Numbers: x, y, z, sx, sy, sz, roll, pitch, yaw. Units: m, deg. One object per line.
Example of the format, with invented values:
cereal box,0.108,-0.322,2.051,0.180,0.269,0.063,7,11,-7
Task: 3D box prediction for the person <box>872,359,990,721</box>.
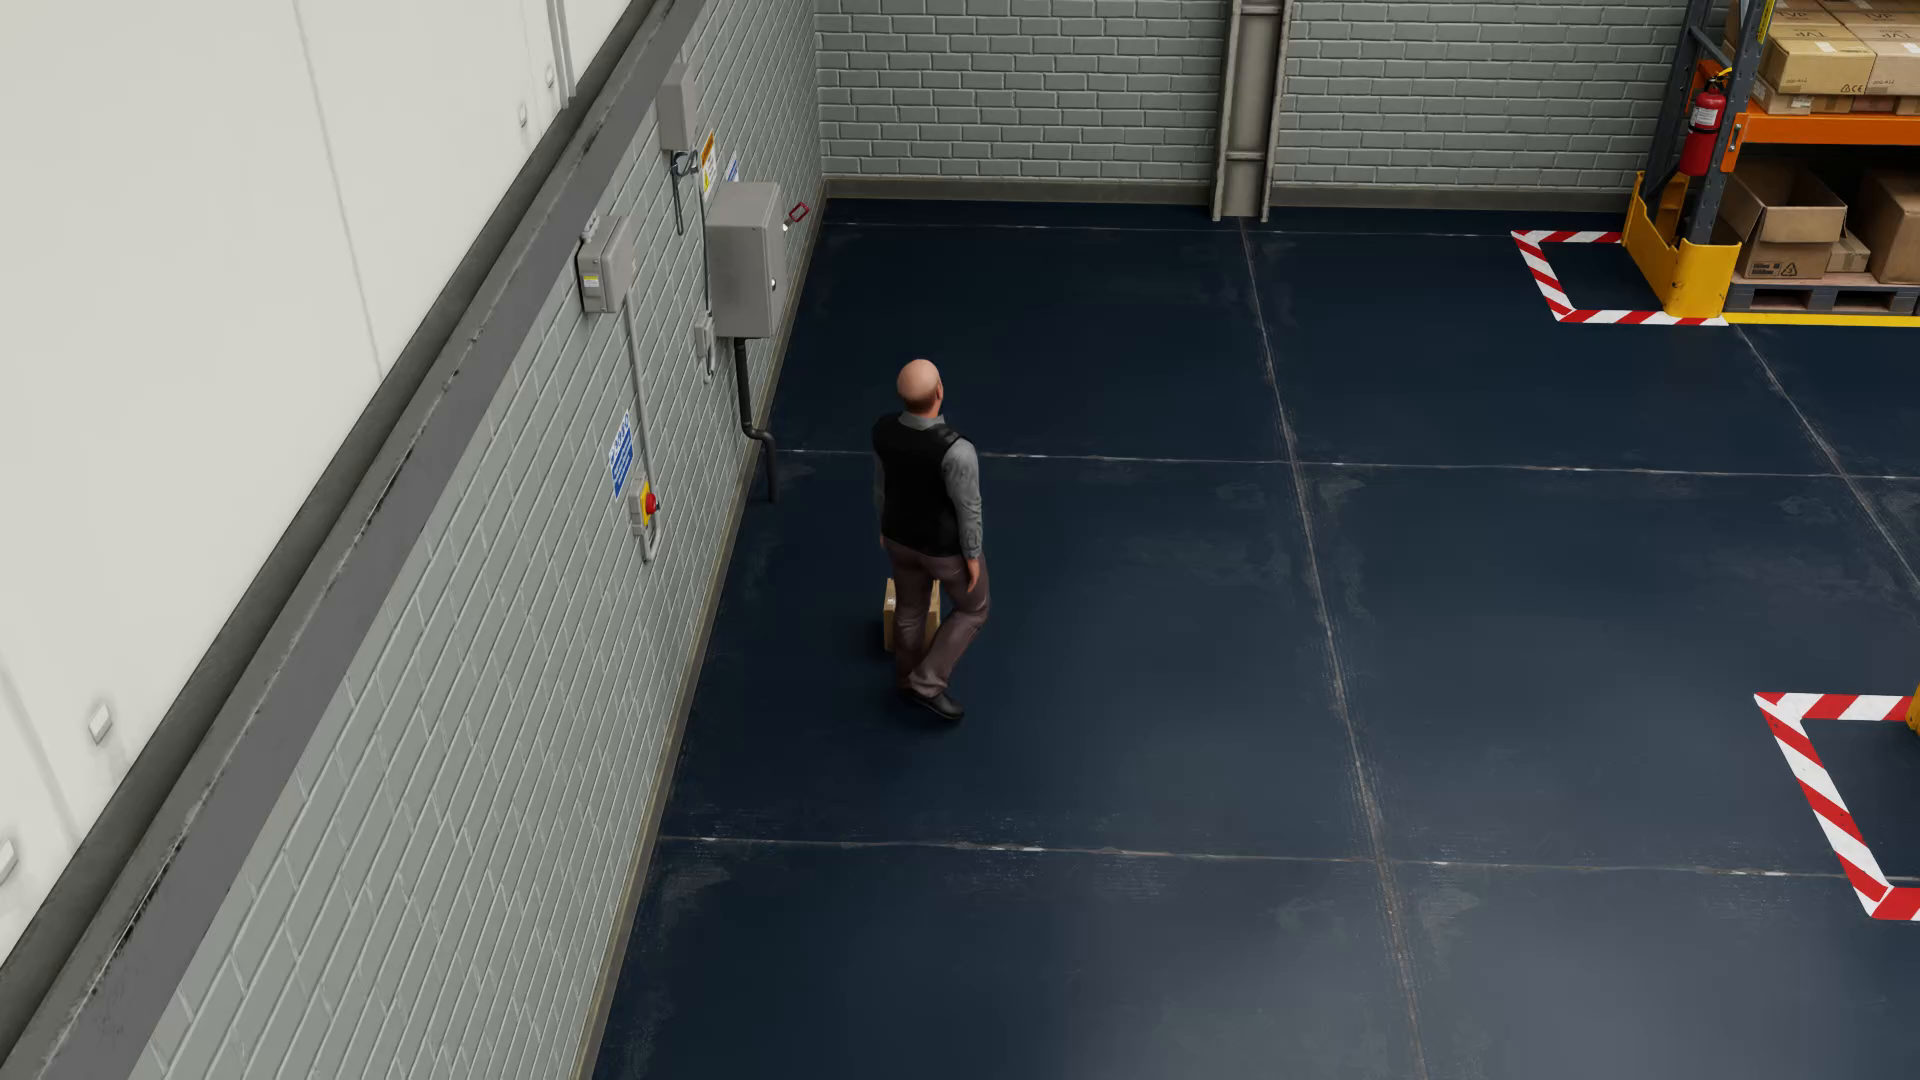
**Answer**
person,-0.147,0.021,7.088,0.569,1.722,0.458,21,41,27
